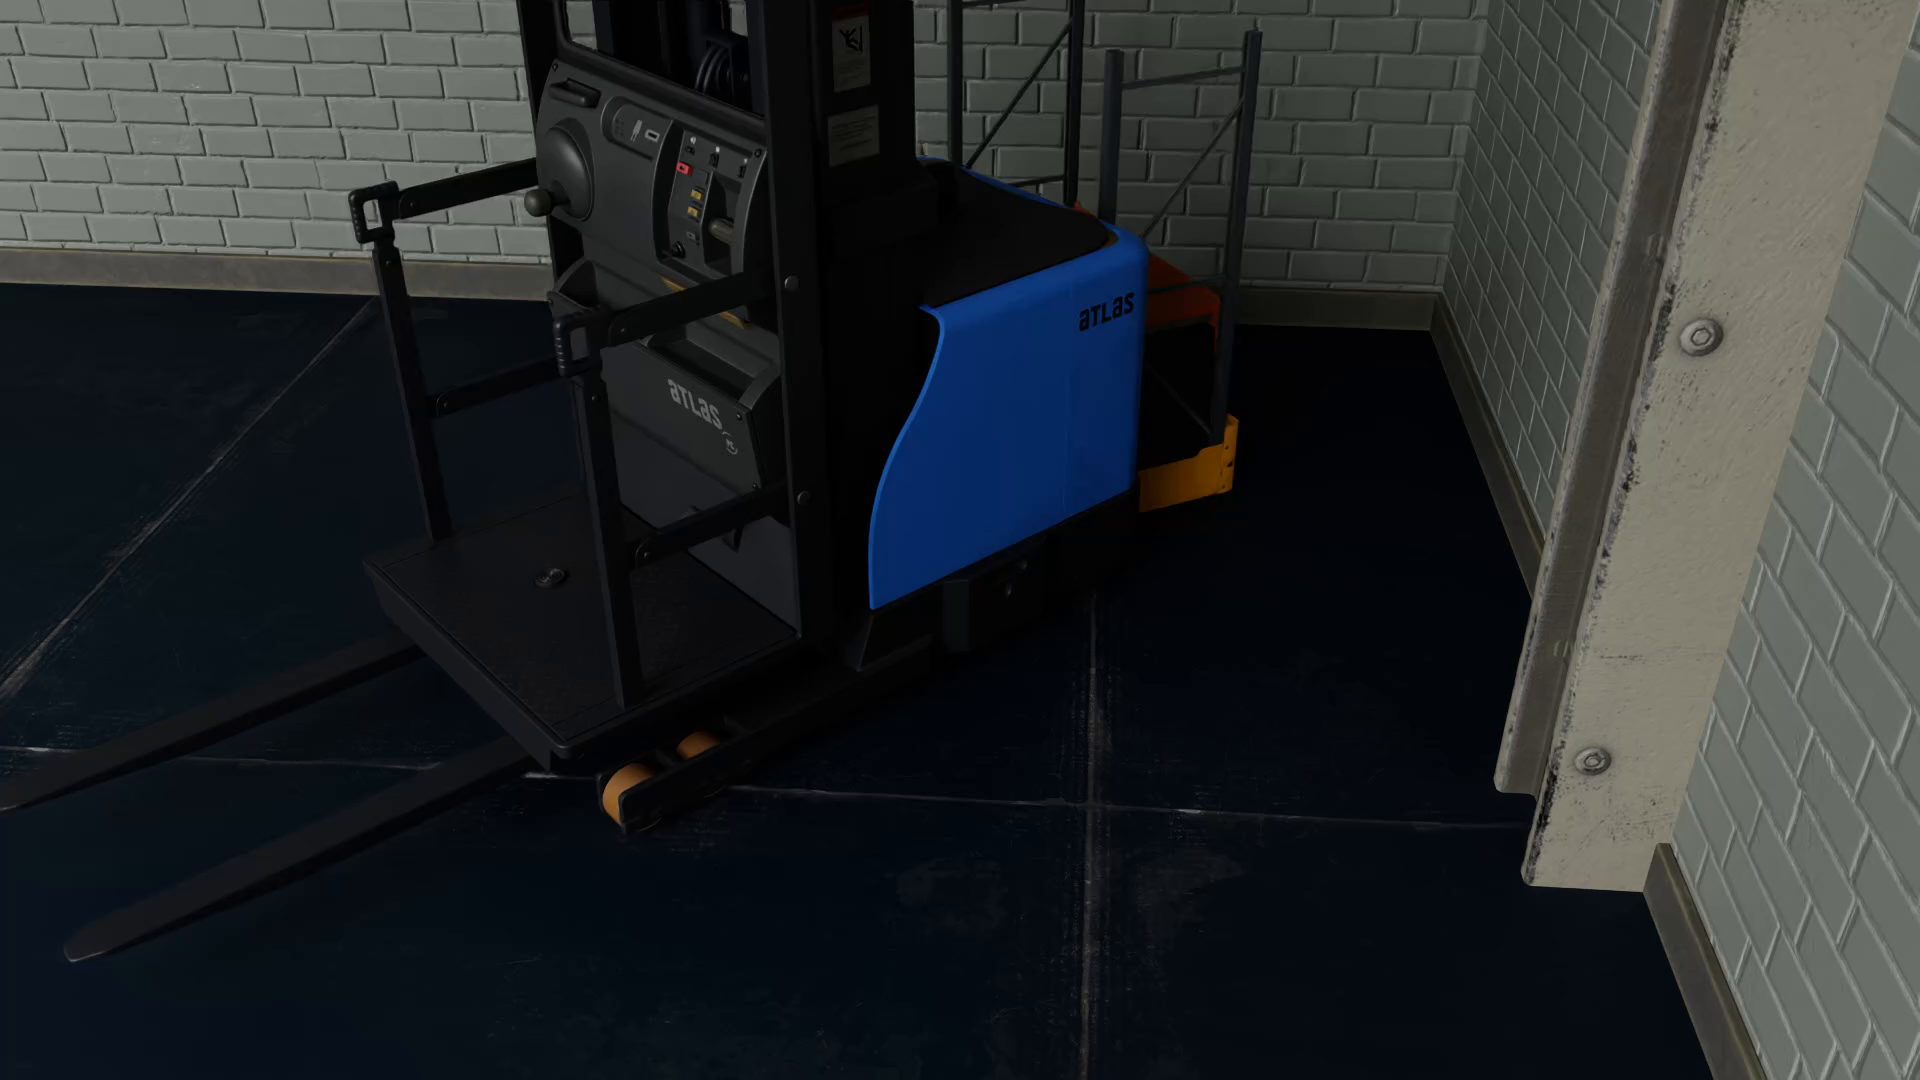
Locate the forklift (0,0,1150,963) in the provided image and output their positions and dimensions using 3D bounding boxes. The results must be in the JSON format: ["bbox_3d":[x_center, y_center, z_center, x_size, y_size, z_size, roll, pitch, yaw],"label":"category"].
[{"bbox_3d":[-0.905,-0.844,3.825,3.031,2.935,1.130,-25,39,-34],"label":"forklift"}]

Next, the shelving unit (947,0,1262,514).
[{"bbox_3d":[0.414,-0.995,5.436,0.587,1.500,1.083,-14,34,-22],"label":"shelving unit"}]

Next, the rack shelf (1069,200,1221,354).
[{"bbox_3d":[0.410,-0.847,5.537,0.538,0.185,1.000,-14,34,-22],"label":"rack shelf"}]

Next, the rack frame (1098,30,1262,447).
[{"bbox_3d":[0.632,-0.760,5.053,0.500,1.500,0.032,-14,34,-22],"label":"rack frame"}]

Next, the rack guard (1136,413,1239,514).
[{"bbox_3d":[0.631,-0.228,5.382,0.587,0.250,0.087,-14,34,-22],"label":"rack guard"}]

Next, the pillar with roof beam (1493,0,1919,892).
[{"bbox_3d":[-2.786,-3.297,2.023,9.100,9.000,0.400,2,32,4],"label":"pillar with roof beam"}]

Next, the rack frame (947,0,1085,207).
[{"bbox_3d":[0.188,-1.240,5.832,0.500,1.500,0.032,-14,34,-22],"label":"rack frame"}]
